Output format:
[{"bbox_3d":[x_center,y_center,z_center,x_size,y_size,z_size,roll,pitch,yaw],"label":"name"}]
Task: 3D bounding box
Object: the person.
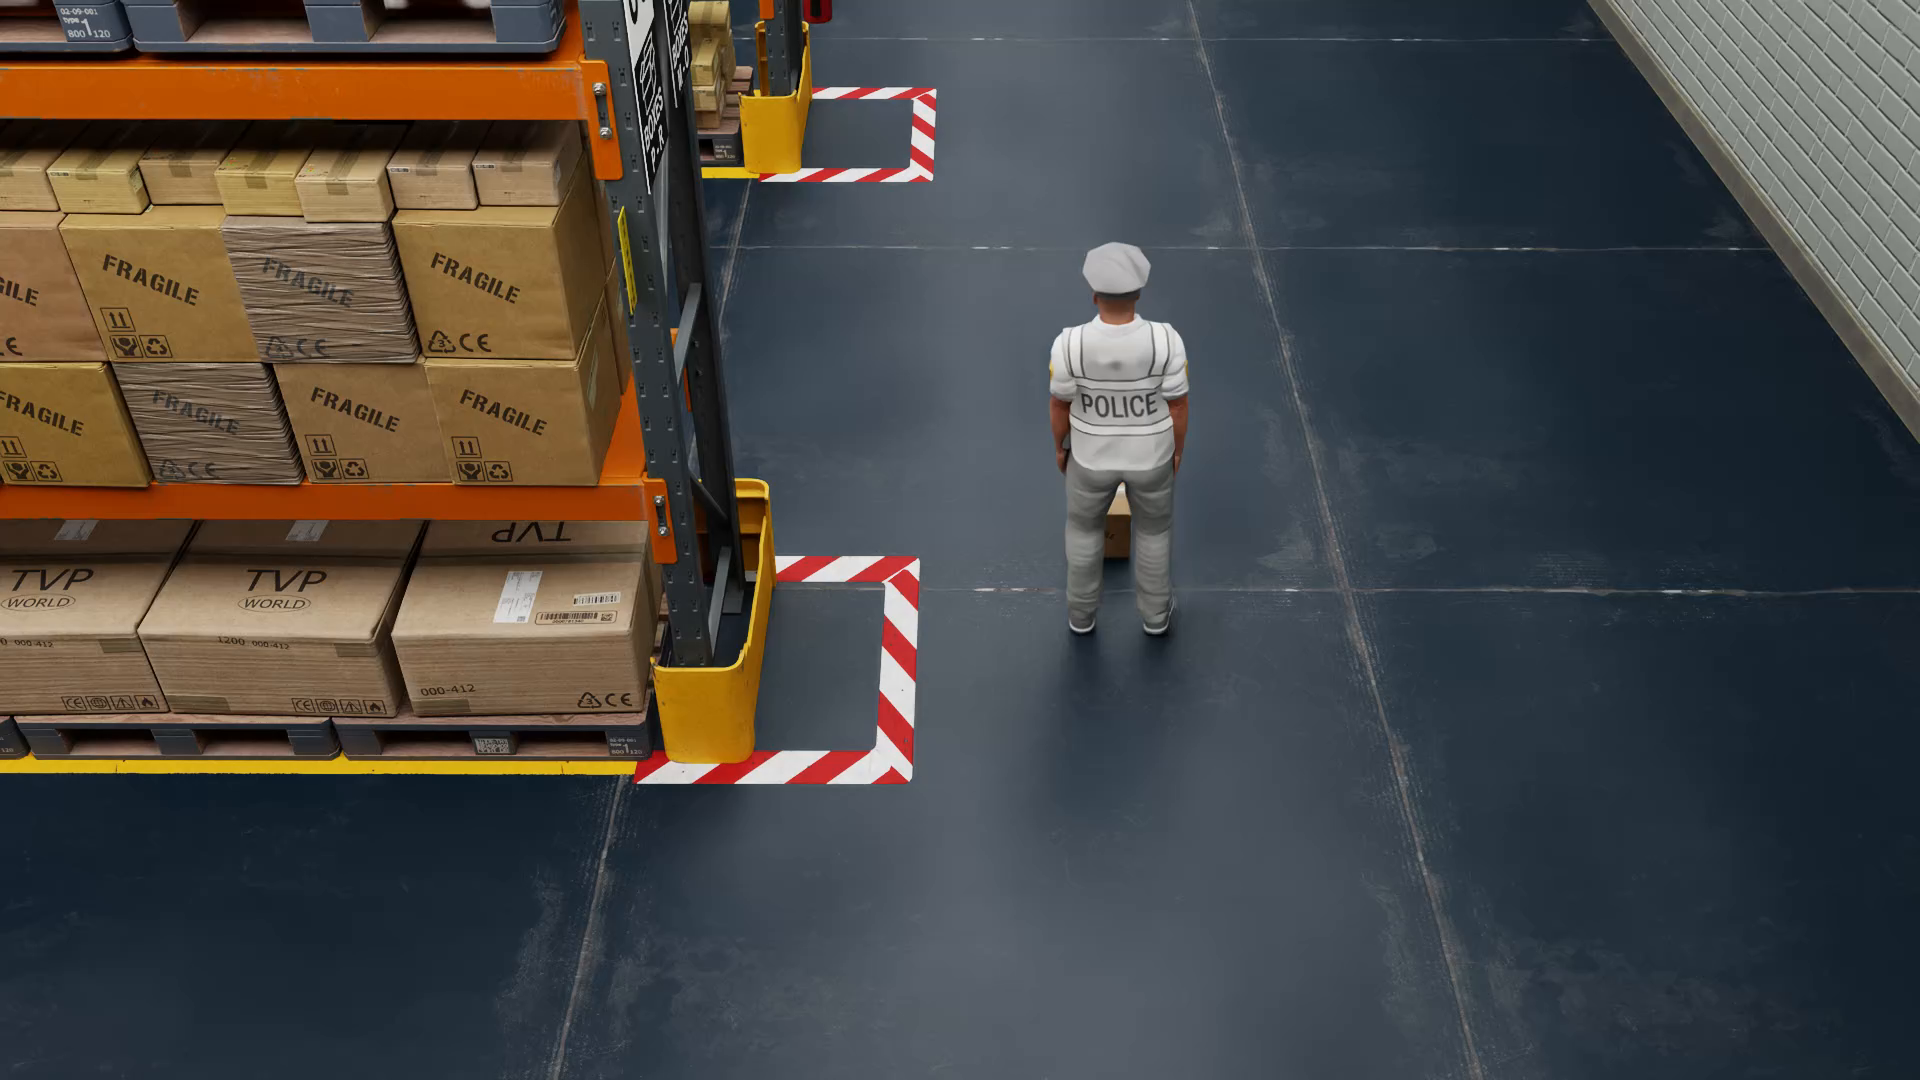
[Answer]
[{"bbox_3d":[0.630,-0.365,6.588,0.585,1.769,0.394,1,39,1],"label":"person"}]
